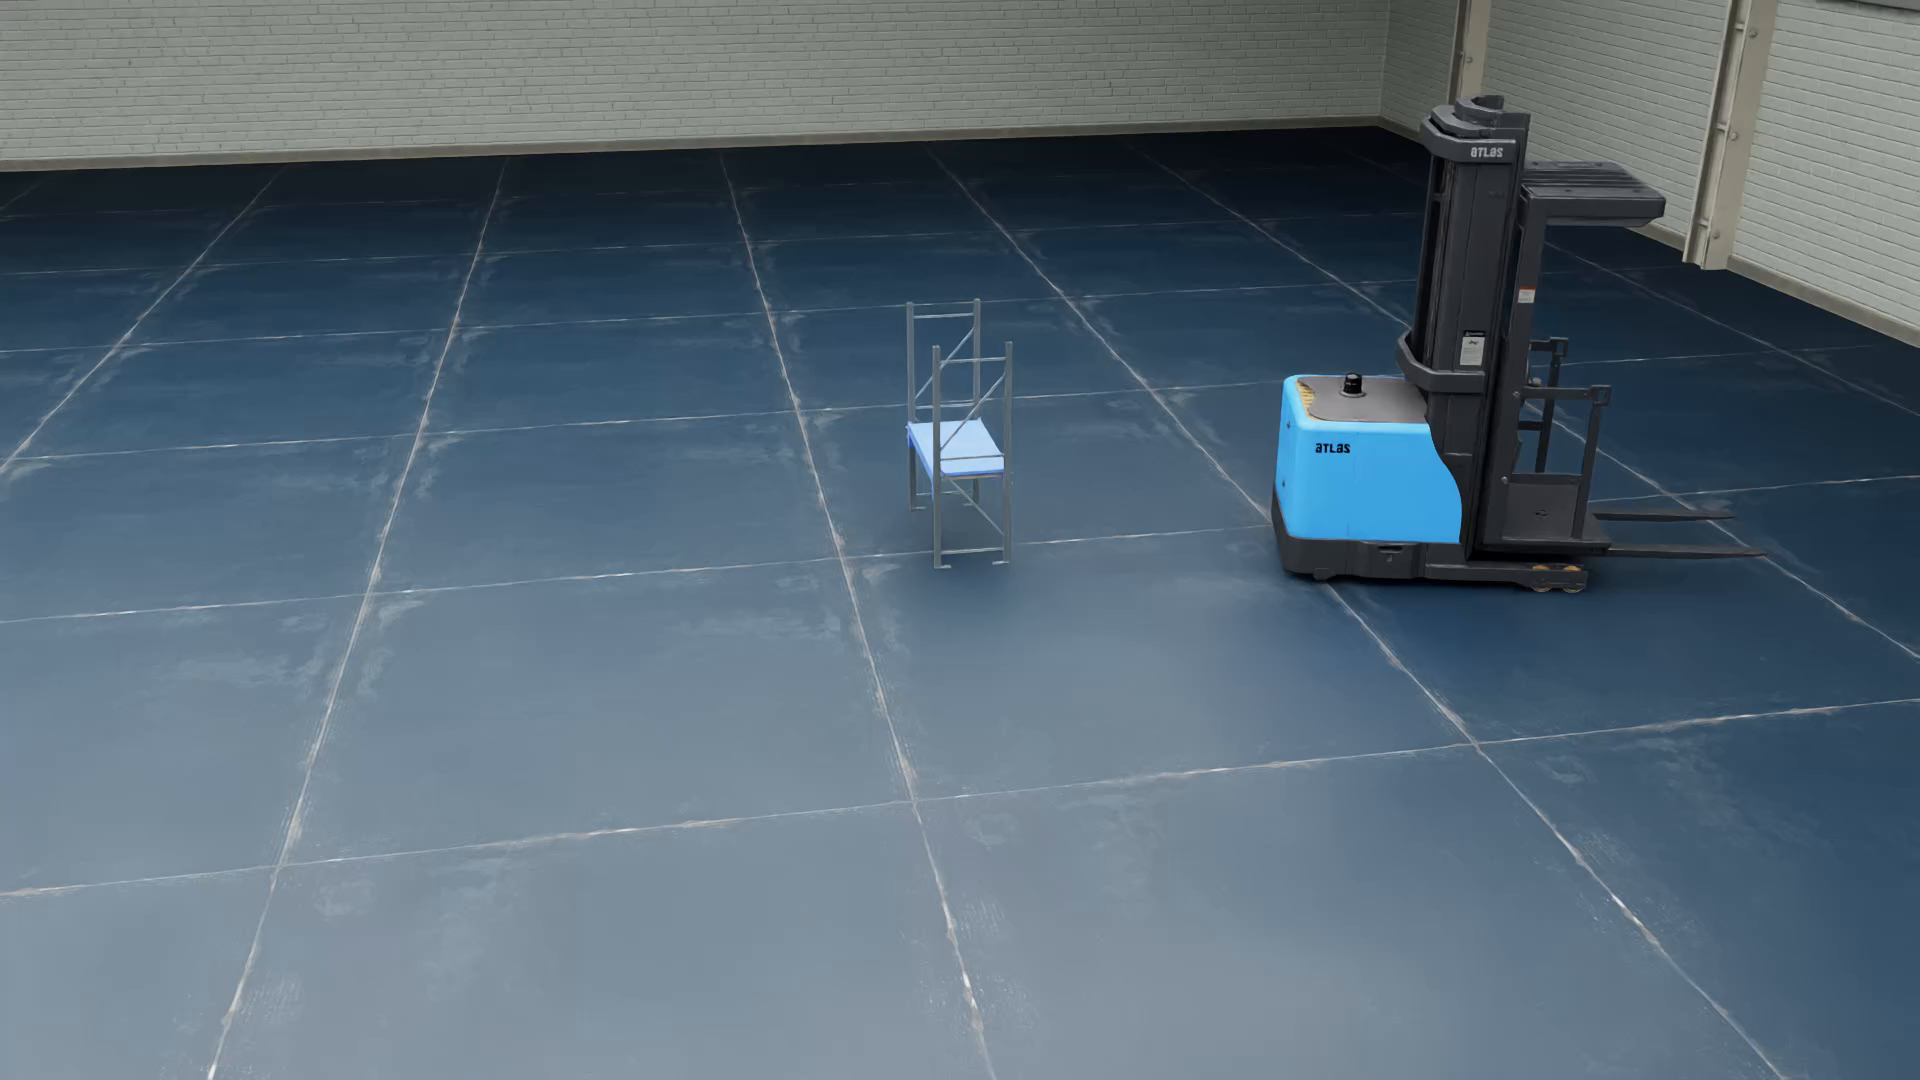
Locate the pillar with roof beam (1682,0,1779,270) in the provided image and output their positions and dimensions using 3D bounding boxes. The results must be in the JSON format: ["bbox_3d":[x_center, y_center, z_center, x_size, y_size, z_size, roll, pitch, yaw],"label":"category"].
[{"bbox_3d":[3.883,-6.799,15.575,9.100,9.000,0.400,-4,24,-10],"label":"pillar with roof beam"}]

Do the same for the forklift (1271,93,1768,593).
[{"bbox_3d":[3.620,-1.231,10.406,3.031,2.935,1.130,2,24,4],"label":"forklift"}]

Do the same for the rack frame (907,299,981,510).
[{"bbox_3d":[-0.110,-0.921,11.484,0.500,1.500,0.032,-4,24,-10],"label":"rack frame"}]

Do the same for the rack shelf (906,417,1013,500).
[{"bbox_3d":[-0.016,-0.556,11.099,0.538,0.185,1.000,-4,24,-10],"label":"rack shelf"}]

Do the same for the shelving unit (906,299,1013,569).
[{"bbox_3d":[-0.016,-0.721,11.027,0.538,1.500,1.048,-4,24,-10],"label":"shelving unit"}]

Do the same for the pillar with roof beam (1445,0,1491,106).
[{"bbox_3d":[2.773,-9.159,20.978,9.100,9.000,0.400,-4,24,-10],"label":"pillar with roof beam"}]

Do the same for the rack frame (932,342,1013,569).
[{"bbox_3d":[0.078,-0.521,10.569,0.500,1.500,0.032,-4,24,-10],"label":"rack frame"}]
